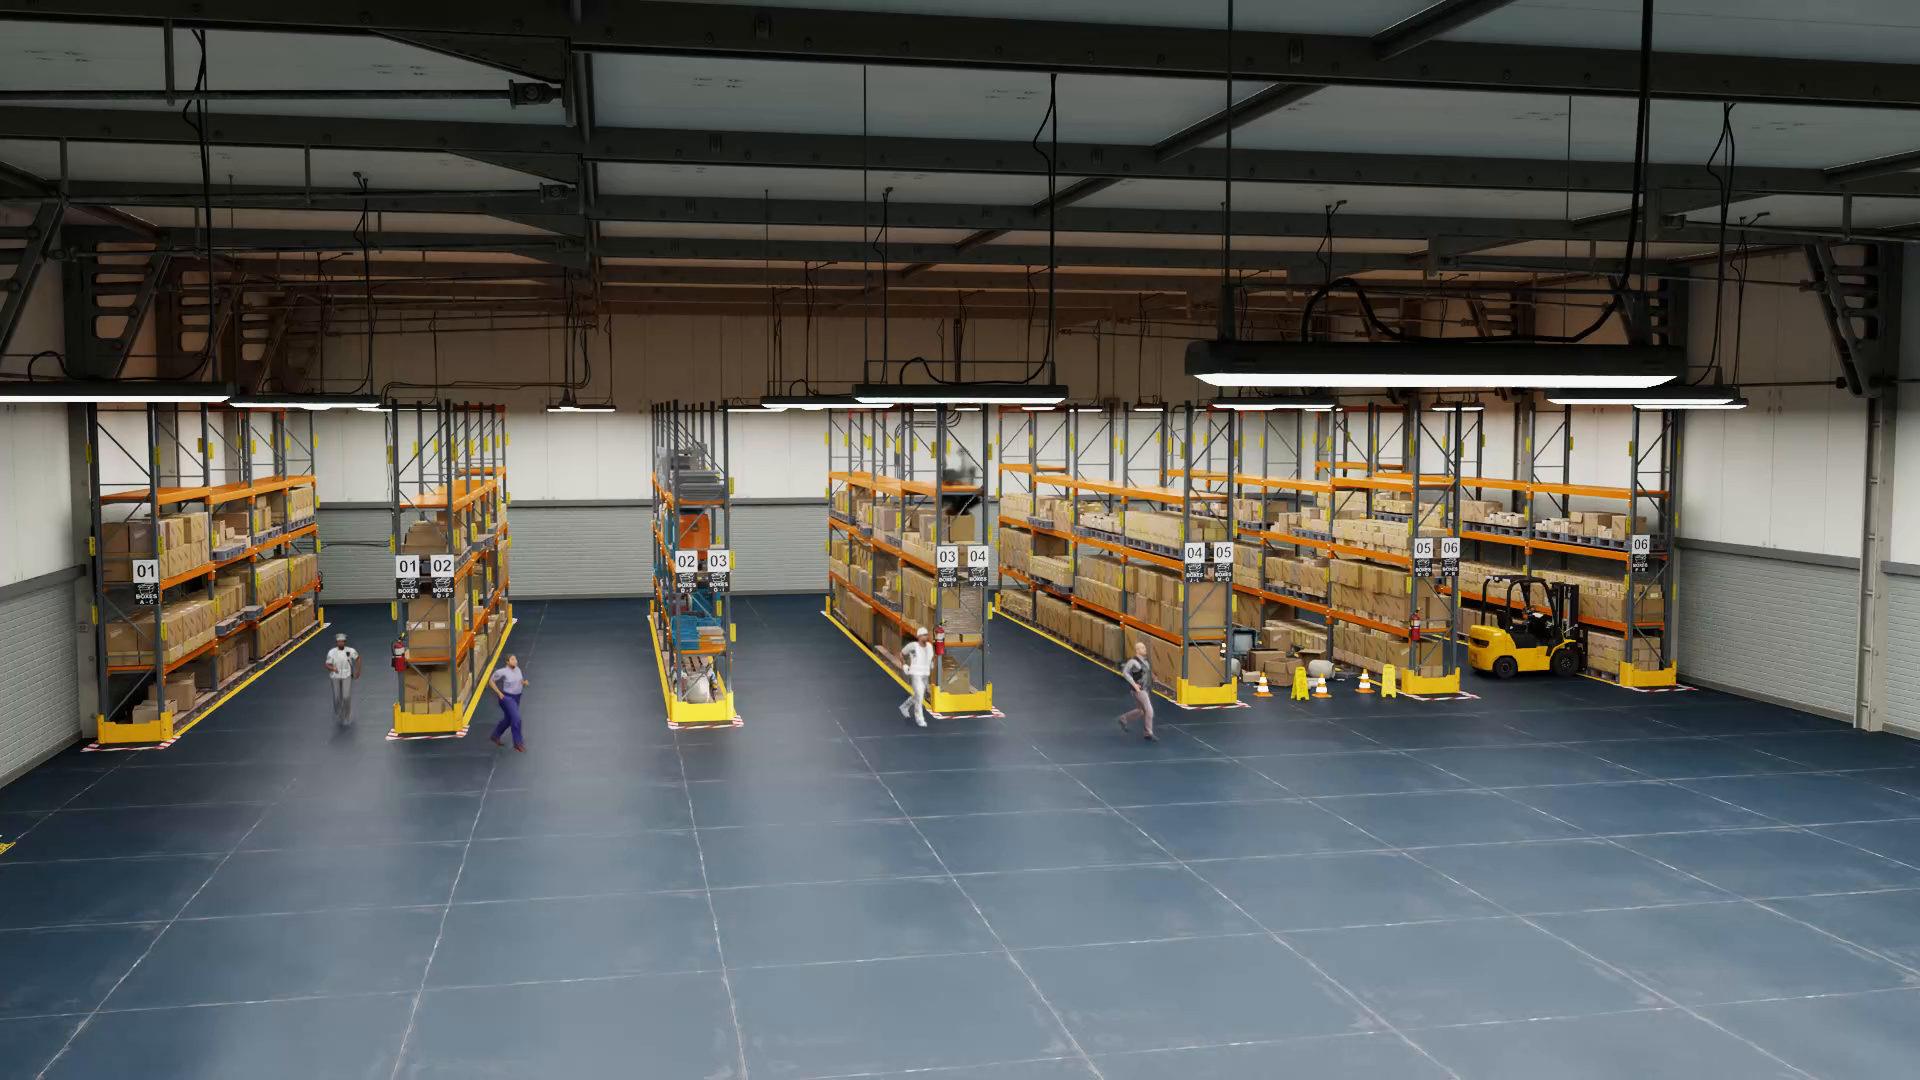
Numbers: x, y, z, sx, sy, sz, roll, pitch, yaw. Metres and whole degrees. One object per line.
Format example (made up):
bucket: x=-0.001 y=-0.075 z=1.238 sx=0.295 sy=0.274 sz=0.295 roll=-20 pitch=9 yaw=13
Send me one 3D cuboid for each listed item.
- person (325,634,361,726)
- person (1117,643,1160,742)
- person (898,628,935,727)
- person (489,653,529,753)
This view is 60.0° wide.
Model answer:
person: x=-11.383 y=2.585 z=30.690 sx=0.598 sy=1.749 sz=0.703 roll=-1 pitch=4 yaw=-16
person: x=3.157 y=2.663 z=29.342 sx=0.843 sy=1.728 sz=0.654 roll=3 pitch=5 yaw=31
person: x=-0.771 y=2.533 z=30.928 sx=0.724 sy=1.816 sz=0.884 roll=-4 pitch=6 yaw=-41
person: x=-7.684 y=2.774 z=28.378 sx=0.814 sy=1.702 sz=0.581 roll=1 pitch=5 yaw=19
